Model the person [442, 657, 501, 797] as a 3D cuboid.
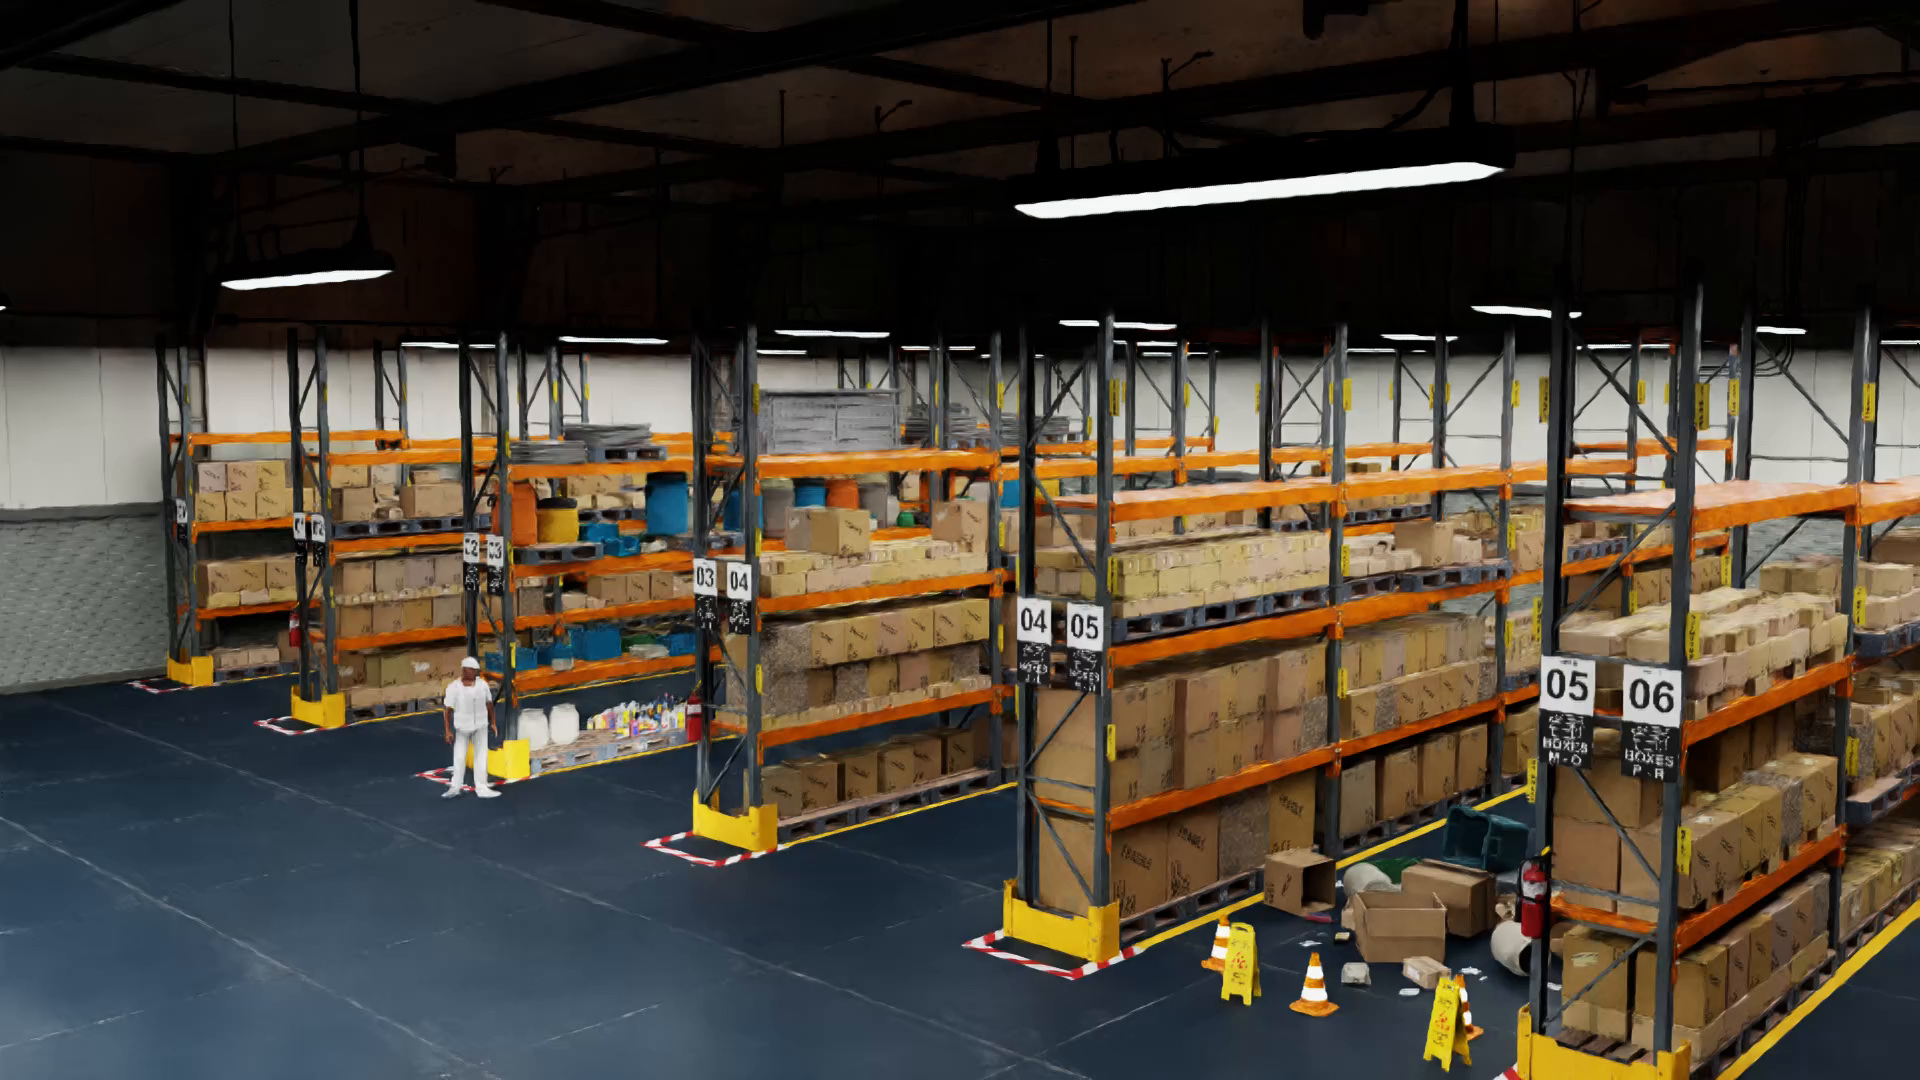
[{"bbox_3d":[-6.127,2.336,20.751,0.682,1.772,0.457,-4,6,-34],"label":"person"}]
